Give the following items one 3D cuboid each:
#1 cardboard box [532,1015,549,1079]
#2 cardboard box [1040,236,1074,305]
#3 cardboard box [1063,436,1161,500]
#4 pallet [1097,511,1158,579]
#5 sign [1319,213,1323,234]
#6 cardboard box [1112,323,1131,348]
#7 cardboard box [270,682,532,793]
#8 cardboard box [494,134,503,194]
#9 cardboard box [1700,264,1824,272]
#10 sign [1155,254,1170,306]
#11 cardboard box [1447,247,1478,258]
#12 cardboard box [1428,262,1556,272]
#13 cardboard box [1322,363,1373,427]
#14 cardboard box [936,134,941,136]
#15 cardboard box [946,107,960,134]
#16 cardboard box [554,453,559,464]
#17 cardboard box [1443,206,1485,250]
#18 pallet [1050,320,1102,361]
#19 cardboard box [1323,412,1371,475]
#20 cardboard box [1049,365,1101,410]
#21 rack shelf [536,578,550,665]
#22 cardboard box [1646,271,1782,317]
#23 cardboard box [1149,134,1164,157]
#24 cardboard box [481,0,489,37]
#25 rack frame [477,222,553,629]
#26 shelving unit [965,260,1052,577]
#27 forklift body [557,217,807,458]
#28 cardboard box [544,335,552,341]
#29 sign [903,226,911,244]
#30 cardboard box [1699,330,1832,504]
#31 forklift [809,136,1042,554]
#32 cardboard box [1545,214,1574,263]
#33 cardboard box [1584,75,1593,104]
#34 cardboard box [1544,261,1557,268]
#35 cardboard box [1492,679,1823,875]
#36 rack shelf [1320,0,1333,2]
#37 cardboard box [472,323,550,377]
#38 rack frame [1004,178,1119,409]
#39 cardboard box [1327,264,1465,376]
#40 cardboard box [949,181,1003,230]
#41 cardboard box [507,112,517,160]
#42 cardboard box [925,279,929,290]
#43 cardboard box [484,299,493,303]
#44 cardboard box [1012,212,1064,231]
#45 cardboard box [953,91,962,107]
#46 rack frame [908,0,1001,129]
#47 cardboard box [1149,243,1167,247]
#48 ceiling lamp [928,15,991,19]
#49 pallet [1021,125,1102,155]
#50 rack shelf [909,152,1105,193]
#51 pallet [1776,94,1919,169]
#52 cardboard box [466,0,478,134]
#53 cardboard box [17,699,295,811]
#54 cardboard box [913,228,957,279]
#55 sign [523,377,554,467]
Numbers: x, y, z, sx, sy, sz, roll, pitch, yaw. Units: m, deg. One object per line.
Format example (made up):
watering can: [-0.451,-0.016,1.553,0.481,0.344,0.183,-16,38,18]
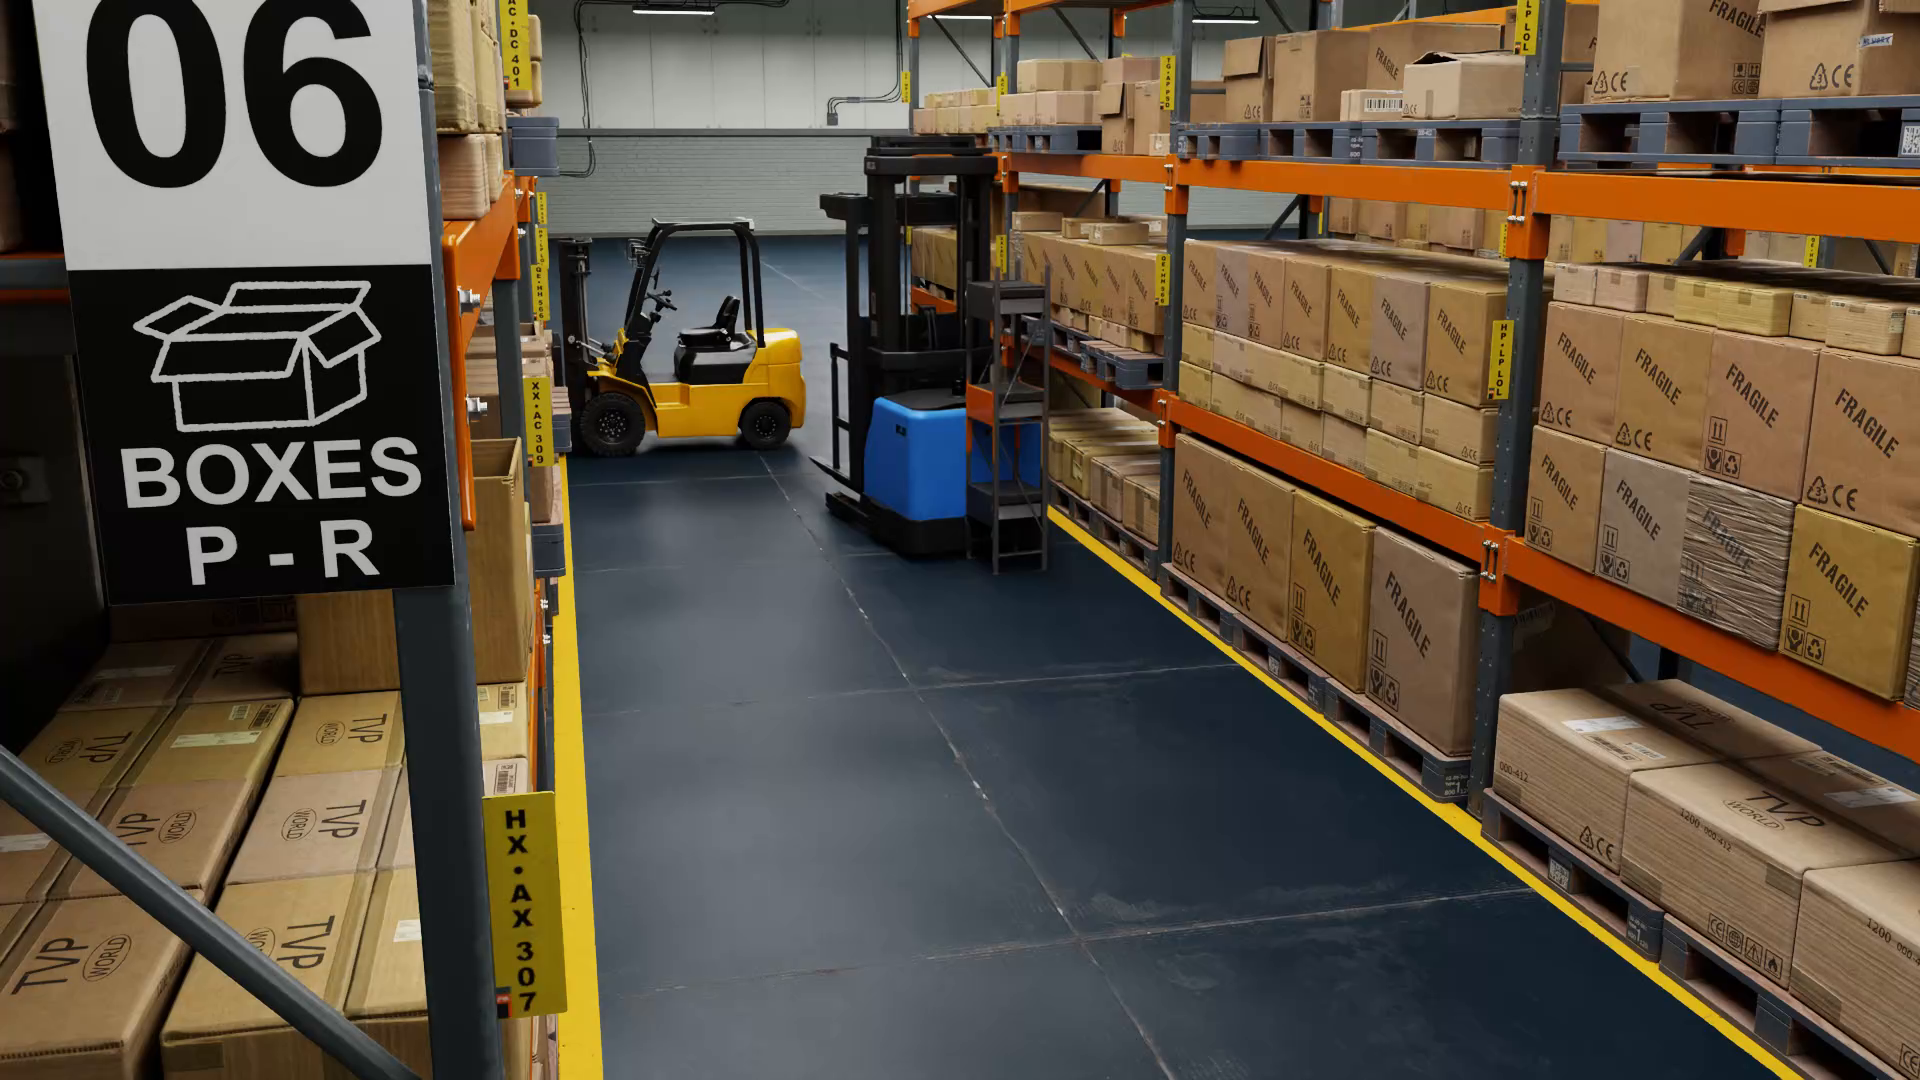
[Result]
cardboard box: [-1.360,1.485,4.413,0.500,0.500,0.500,-3,14,-12]
cardboard box: [0.940,-2.141,13.148,0.500,0.500,0.500,-3,14,-14]
cardboard box: [1.350,-0.579,13.129,0.950,0.372,0.625,-3,14,-11]
pallet: [1.645,-0.001,11.988,1.003,0.211,1.213,-3,14,-13]
sign: [4.195,-3.750,19.464,0.100,0.325,0.005,-3,14,-13]
cardboard box: [1.285,-1.433,11.619,0.380,0.149,0.250,-3,14,-14]
cardboard box: [-1.204,0.523,3.655,0.500,0.250,0.500,-4,14,-14]
cardboard box: [-1.296,-0.890,3.960,0.380,0.149,0.250,-3,14,-12]
cardboard box: [3.104,-0.982,6.442,0.380,0.149,0.250,-3,14,-12]
sign: [1.302,-1.667,10.658,0.100,0.325,0.005,-3,14,-13]
cardboard box: [5.426,-2.680,16.762,0.875,0.550,0.550,-3,14,-13]
cardboard box: [2.681,-1.136,8.440,0.500,0.500,0.500,-4,14,-15]
cardboard box: [2.174,-0.745,8.419,0.500,0.250,0.500,-3,14,-12]
cardboard box: [-0.030,-4.087,17.045,0.380,0.149,0.250,-3,14,-14]
cardboard box: [0.163,-4.065,16.115,0.500,0.250,0.500,-3,14,-12]
cardboard box: [-3.728,-0.819,14.368,0.500,0.250,0.500,-3,14,-13]
cardboard box: [5.380,-3.202,16.623,0.875,0.550,0.550,-3,14,-13]
pallet: [1.322,-1.537,12.801,1.003,0.211,1.213,-3,14,-13]
cardboard box: [2.197,-0.504,8.487,0.500,0.250,0.500,-4,14,-15]
cardboard box: [1.011,-1.482,15.502,0.500,0.500,0.500,-3,14,-11]
rack shelf: [-2.527,-0.087,7.979,1.077,0.370,4.000,-3,14,-13]
cardboard box: [2.765,-0.900,6.106,0.380,0.149,0.250,-3,14,-14]
cardboard box: [1.482,-2.629,11.075,0.380,0.149,0.250,-3,14,-13]
cardboard box: [-1.467,-1.410,4.193,0.500,0.250,0.500,-3,14,-12]
rack frame: [-2.997,-0.898,9.783,1.000,3.000,0.127,-3,14,-13]
shelving unit: [0.323,-0.842,11.449,0.431,2.100,0.503,-6,15,-22]
forklift body: [-2.657,-1.995,16.063,2.313,2.155,1.214,-3,14,-13]
cardboard box: [-4.339,-1.891,16.650,0.500,0.250,0.500,-3,14,-12]
sign: [-0.579,-3.411,18.246,0.100,0.325,0.005,-3,14,-13]
cardboard box: [2.865,-0.428,5.541,0.500,0.500,0.500,-3,14,-12]
forklift: [-0.425,-1.628,12.915,1.130,2.935,3.031,-6,15,-22]
cardboard box: [5.798,-2.818,15.322,0.700,0.500,0.500,-4,14,-14]
cardboard box: [2.989,-1.984,7.304,0.396,0.266,0.258,-3,14,-14]
cardboard box: [5.537,-2.310,15.350,0.500,0.500,0.500,-3,14,-13]
cardboard box: [2.809,0.939,6.778,0.875,0.438,0.875,-3,14,-14]
rack shelf: [2.297,-3.085,8.451,1.077,0.370,4.000,-3,14,-13]
cardboard box: [-2.434,-0.786,8.221,0.797,0.503,0.637,-4,14,-14]
rack frame: [0.887,-2.098,14.696,1.000,3.000,0.127,-3,14,-13]
cardboard box: [2.189,-1.113,8.346,0.500,0.500,0.500,-3,14,-11]
cardboard box: [0.280,-3.594,17.874,0.700,0.500,0.500,-4,14,-15]
cardboard box: [-2.404,-1.946,8.068,0.500,0.250,0.500,-3,14,-13]
cardboard box: [-0.173,-2.809,18.134,0.380,0.149,0.250,-3,14,-13]
cardboard box: [-2.850,-1.413,10.314,0.380,0.149,0.250,-3,14,-12]
cardboard box: [0.654,-2.682,13.997,0.380,0.149,0.250,-3,14,-13]
cardboard box: [0.144,-4.234,15.966,0.380,0.149,0.250,-3,14,-12]
rack frame: [-0.052,-5.935,17.761,1.000,3.000,0.127,-3,14,-13]
cardboard box: [1.686,-1.931,12.290,0.500,0.500,0.500,-3,14,-12]
ceiling lamp: [0.073,-14.989,42.517,2.000,3.185,0.800,-3,14,-13]
pallet: [1.175,-3.077,12.776,1.213,0.211,1.003,-3,14,-13]
rack shelf: [0.418,-3.667,16.313,1.077,0.370,4.000,-3,14,-13]
pallet: [3.231,-1.197,4.871,1.003,0.211,1.213,-3,14,-13]
cardboard box: [-1.096,-0.815,2.812,0.500,0.250,0.500,-3,14,-12]
cardboard box: [-1.716,0.551,3.541,0.500,0.250,0.500,-3,14,-11]
cardboard box: [-0.210,-3.089,17.915,0.500,0.500,0.500,-4,14,-14]
sign: [-1.532,-0.428,6.034,0.100,0.325,0.005,-3,14,-13]
